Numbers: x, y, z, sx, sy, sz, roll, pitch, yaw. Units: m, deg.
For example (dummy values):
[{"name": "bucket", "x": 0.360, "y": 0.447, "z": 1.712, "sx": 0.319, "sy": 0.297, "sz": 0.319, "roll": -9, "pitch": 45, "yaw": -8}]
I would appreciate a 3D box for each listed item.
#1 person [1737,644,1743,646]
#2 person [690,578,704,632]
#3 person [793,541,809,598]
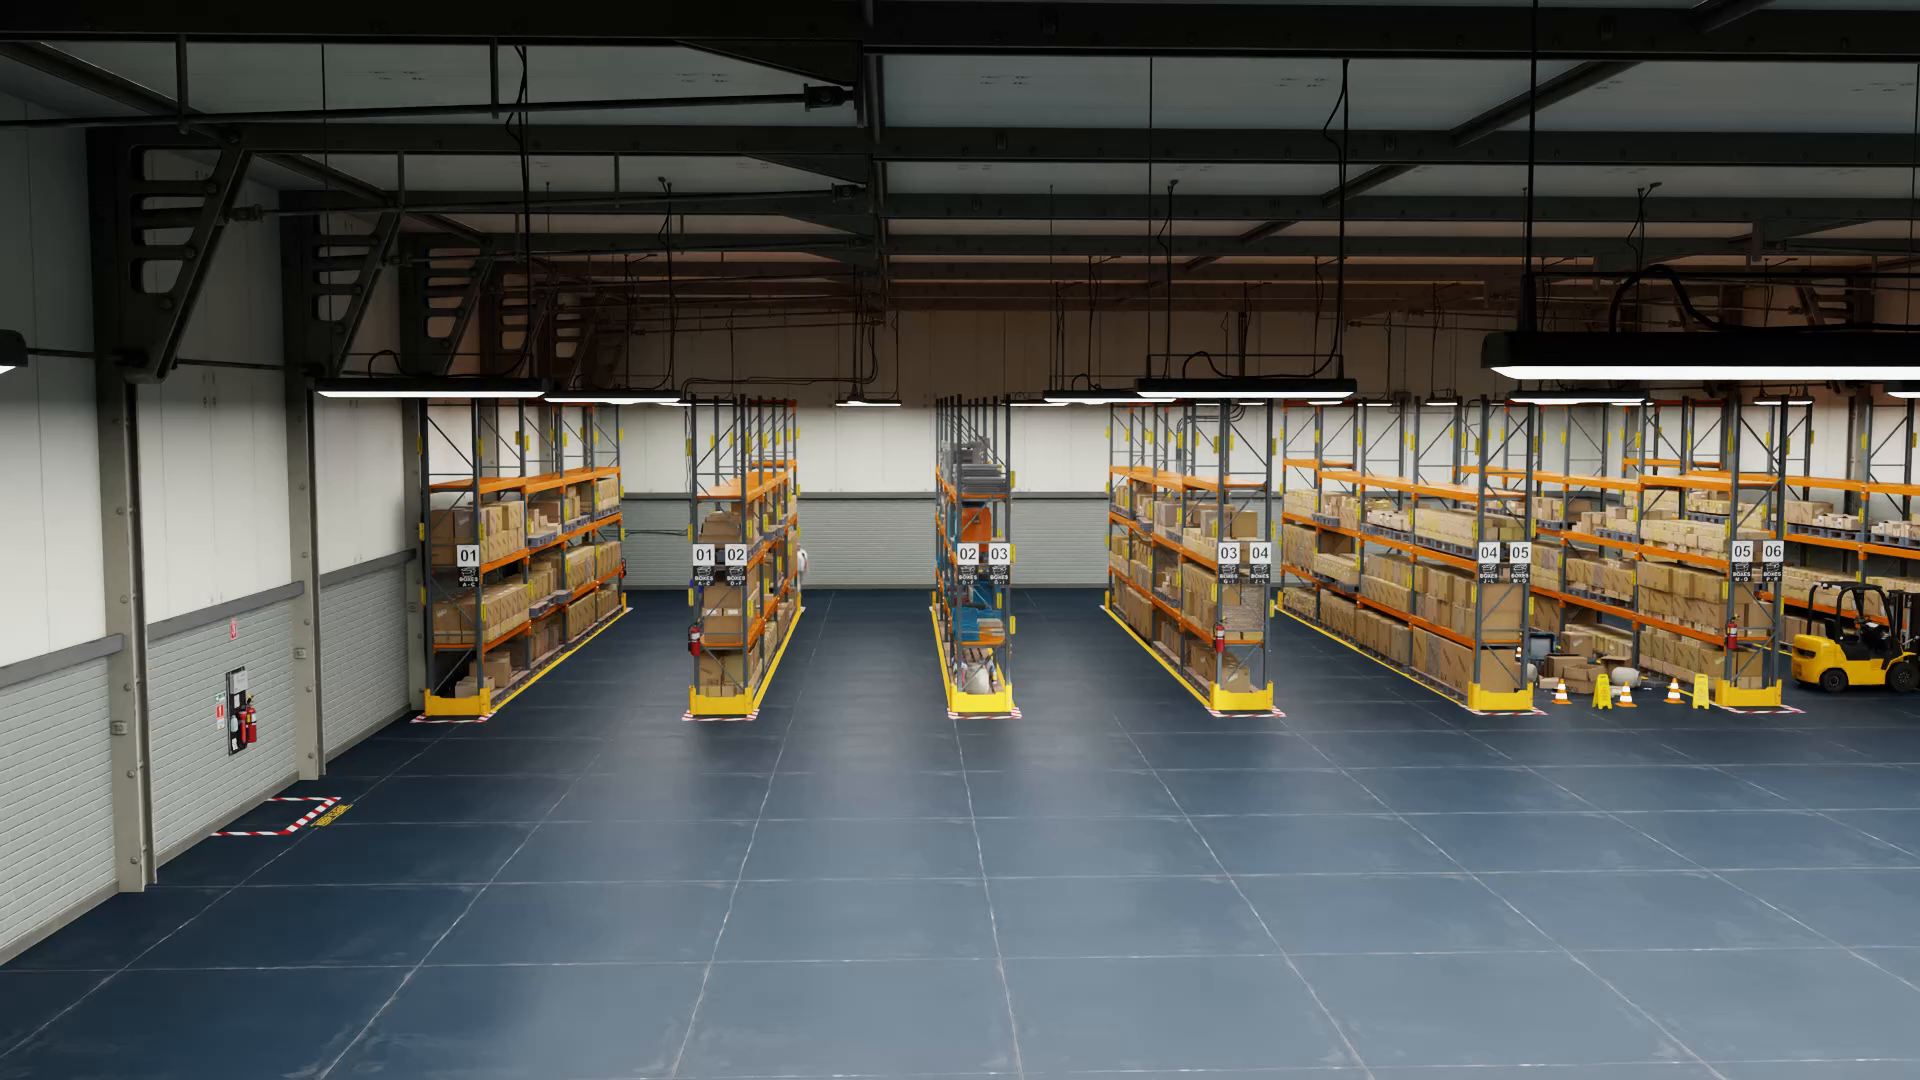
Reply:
[{"name": "person", "x": 16.829, "y": 2.108, "z": 36.165, "sx": 0.536, "sy": 1.559, "sz": 0.726, "roll": -1, "pitch": 5, "yaw": -11}, {"name": "person", "x": -6.735, "y": 1.542, "z": 42.709, "sx": 0.503, "sy": 1.655, "sz": 0.490, "roll": 2, "pitch": 5, "yaw": 23}, {"name": "person", "x": -4.899, "y": 0.875, "z": 50.485, "sx": 0.558, "sy": 1.693, "sz": 1.112, "roll": -3, "pitch": 5, "yaw": -29}]
